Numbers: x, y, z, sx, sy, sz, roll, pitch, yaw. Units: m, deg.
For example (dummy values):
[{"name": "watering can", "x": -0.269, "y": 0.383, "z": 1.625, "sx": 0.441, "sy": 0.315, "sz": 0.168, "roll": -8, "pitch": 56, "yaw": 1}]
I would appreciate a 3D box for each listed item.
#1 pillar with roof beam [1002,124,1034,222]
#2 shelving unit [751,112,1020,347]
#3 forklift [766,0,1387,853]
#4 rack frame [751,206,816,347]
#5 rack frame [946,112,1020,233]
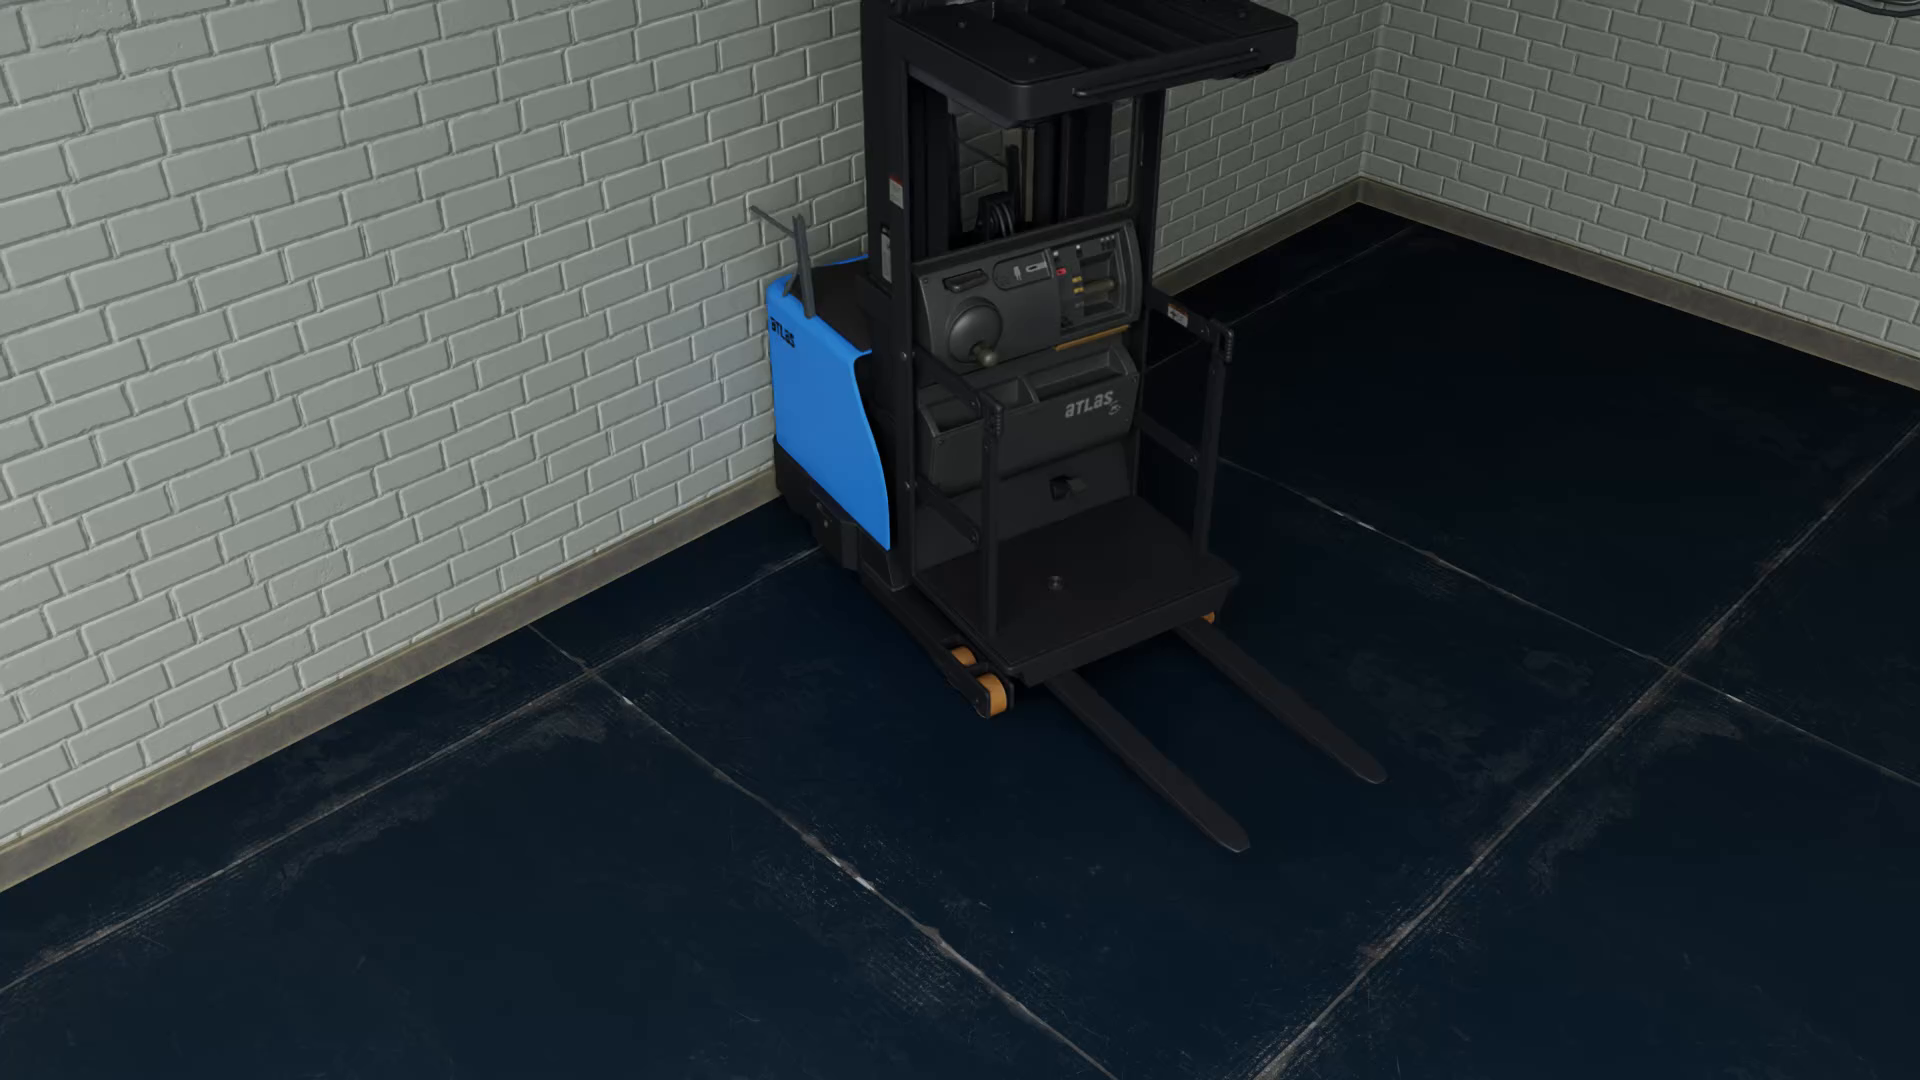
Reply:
[{"name": "pillar with roof beam", "x": 3.494, "y": -2.785, "z": 3.376, "sx": 9.100, "sy": 9.000, "sz": 0.400, "roll": 30, "pitch": 45, "yaw": 35}, {"name": "shelving unit", "x": -0.293, "y": -0.938, "z": 7.233, "sx": 1.048, "sy": 1.500, "sz": 0.538, "roll": -24, "pitch": 41, "yaw": -25}, {"name": "forklift", "x": 0.381, "y": -0.839, "z": 5.890, "sx": 1.130, "sy": 2.935, "sz": 3.031, "roll": -20, "pitch": 39, "yaw": -26}, {"name": "rack frame", "x": -0.712, "y": -0.750, "z": 7.015, "sx": 0.032, "sy": 1.500, "sz": 0.500, "roll": -24, "pitch": 41, "yaw": -25}, {"name": "rack frame", "x": 0.126, "y": -1.125, "z": 7.451, "sx": 0.032, "sy": 1.500, "sz": 0.500, "roll": -24, "pitch": 41, "yaw": -25}]
